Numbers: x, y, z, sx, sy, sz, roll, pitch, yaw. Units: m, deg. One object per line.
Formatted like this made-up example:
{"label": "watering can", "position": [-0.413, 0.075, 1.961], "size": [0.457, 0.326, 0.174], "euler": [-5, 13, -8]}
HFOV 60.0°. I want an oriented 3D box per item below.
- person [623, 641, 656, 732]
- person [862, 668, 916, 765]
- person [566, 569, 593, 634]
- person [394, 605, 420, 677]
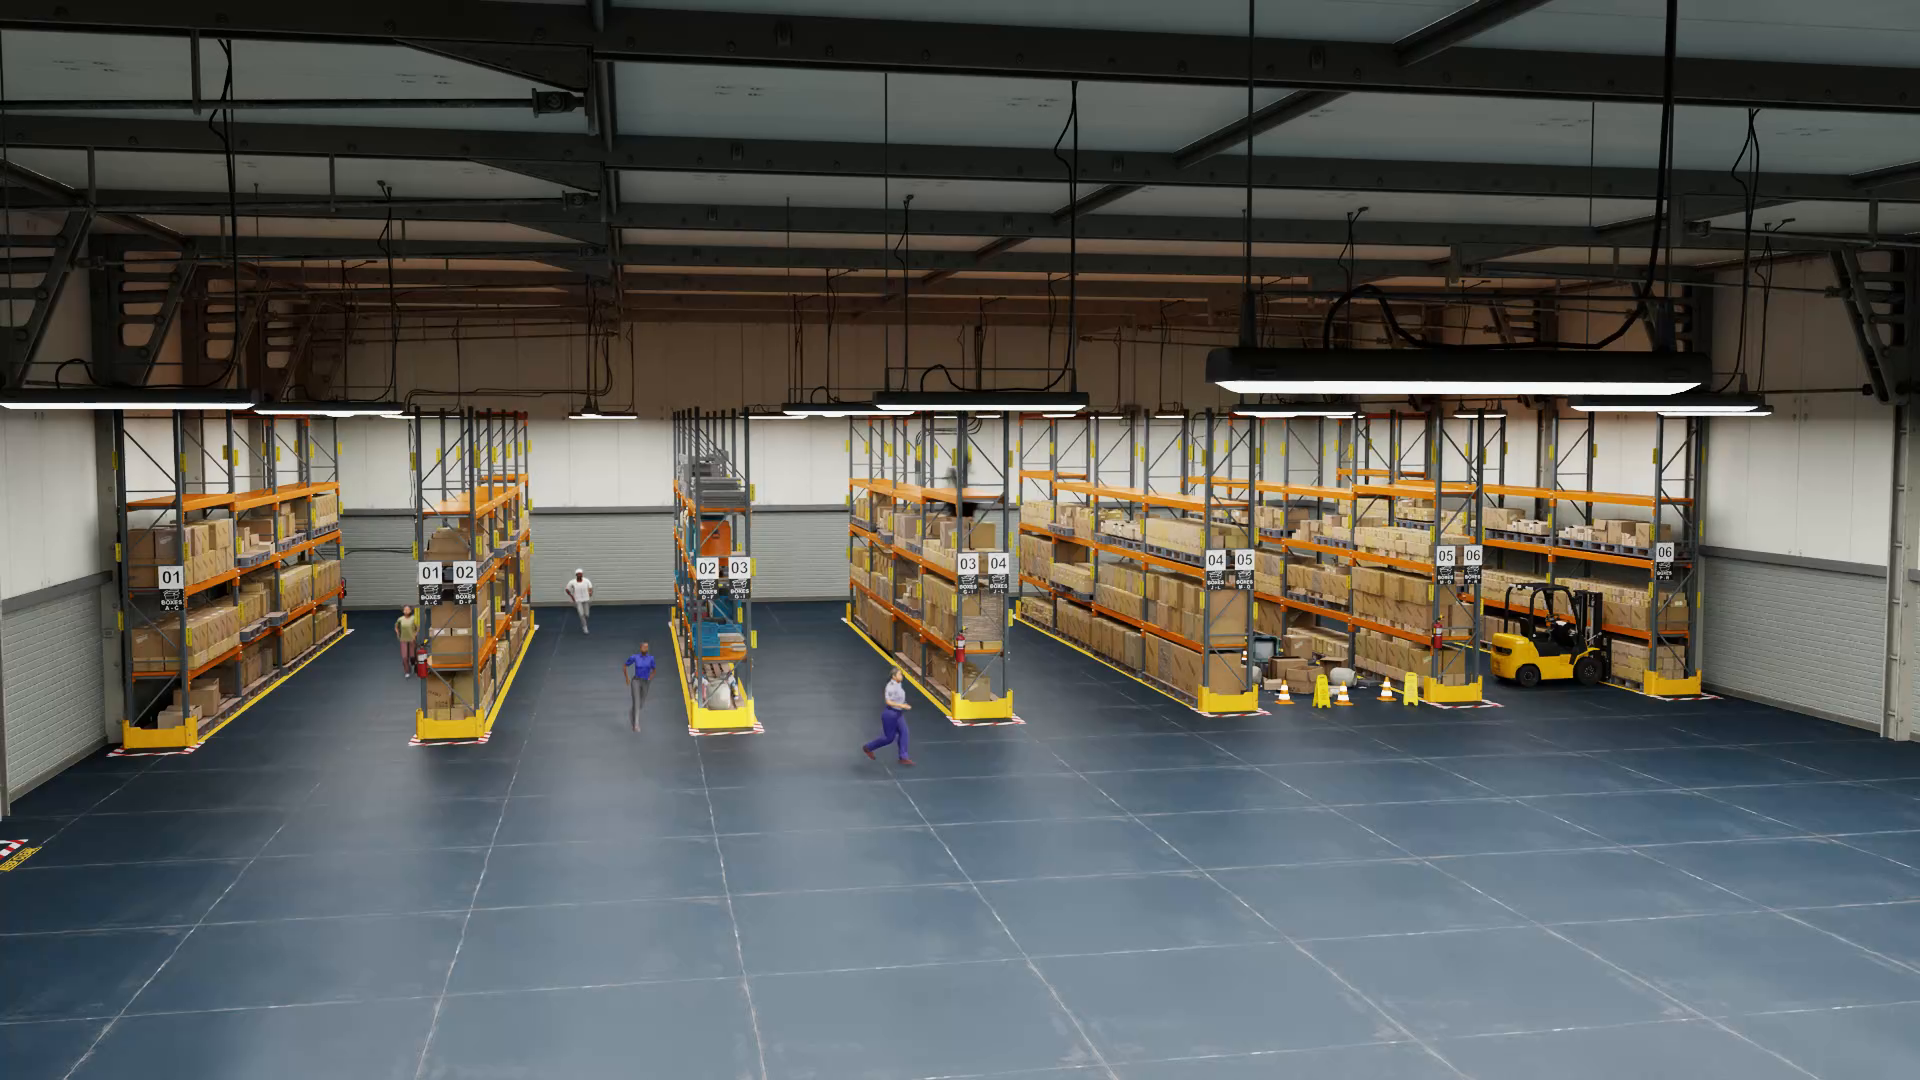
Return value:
{"label": "person", "position": [-5.977, 2.715, 31.105], "size": [0.617, 1.649, 0.829], "euler": [-2, 5, -29]}
{"label": "person", "position": [-1.176, 2.938, 27.728], "size": [0.886, 1.638, 0.592], "euler": [1, 4, 12]}
{"label": "person", "position": [-10.330, 1.651, 45.218], "size": [0.715, 1.746, 0.776], "euler": [-2, 5, -26]}
{"label": "person", "position": [-12.396, 2.256, 37.328], "size": [0.578, 1.619, 0.569], "euler": [-1, 4, -12]}
